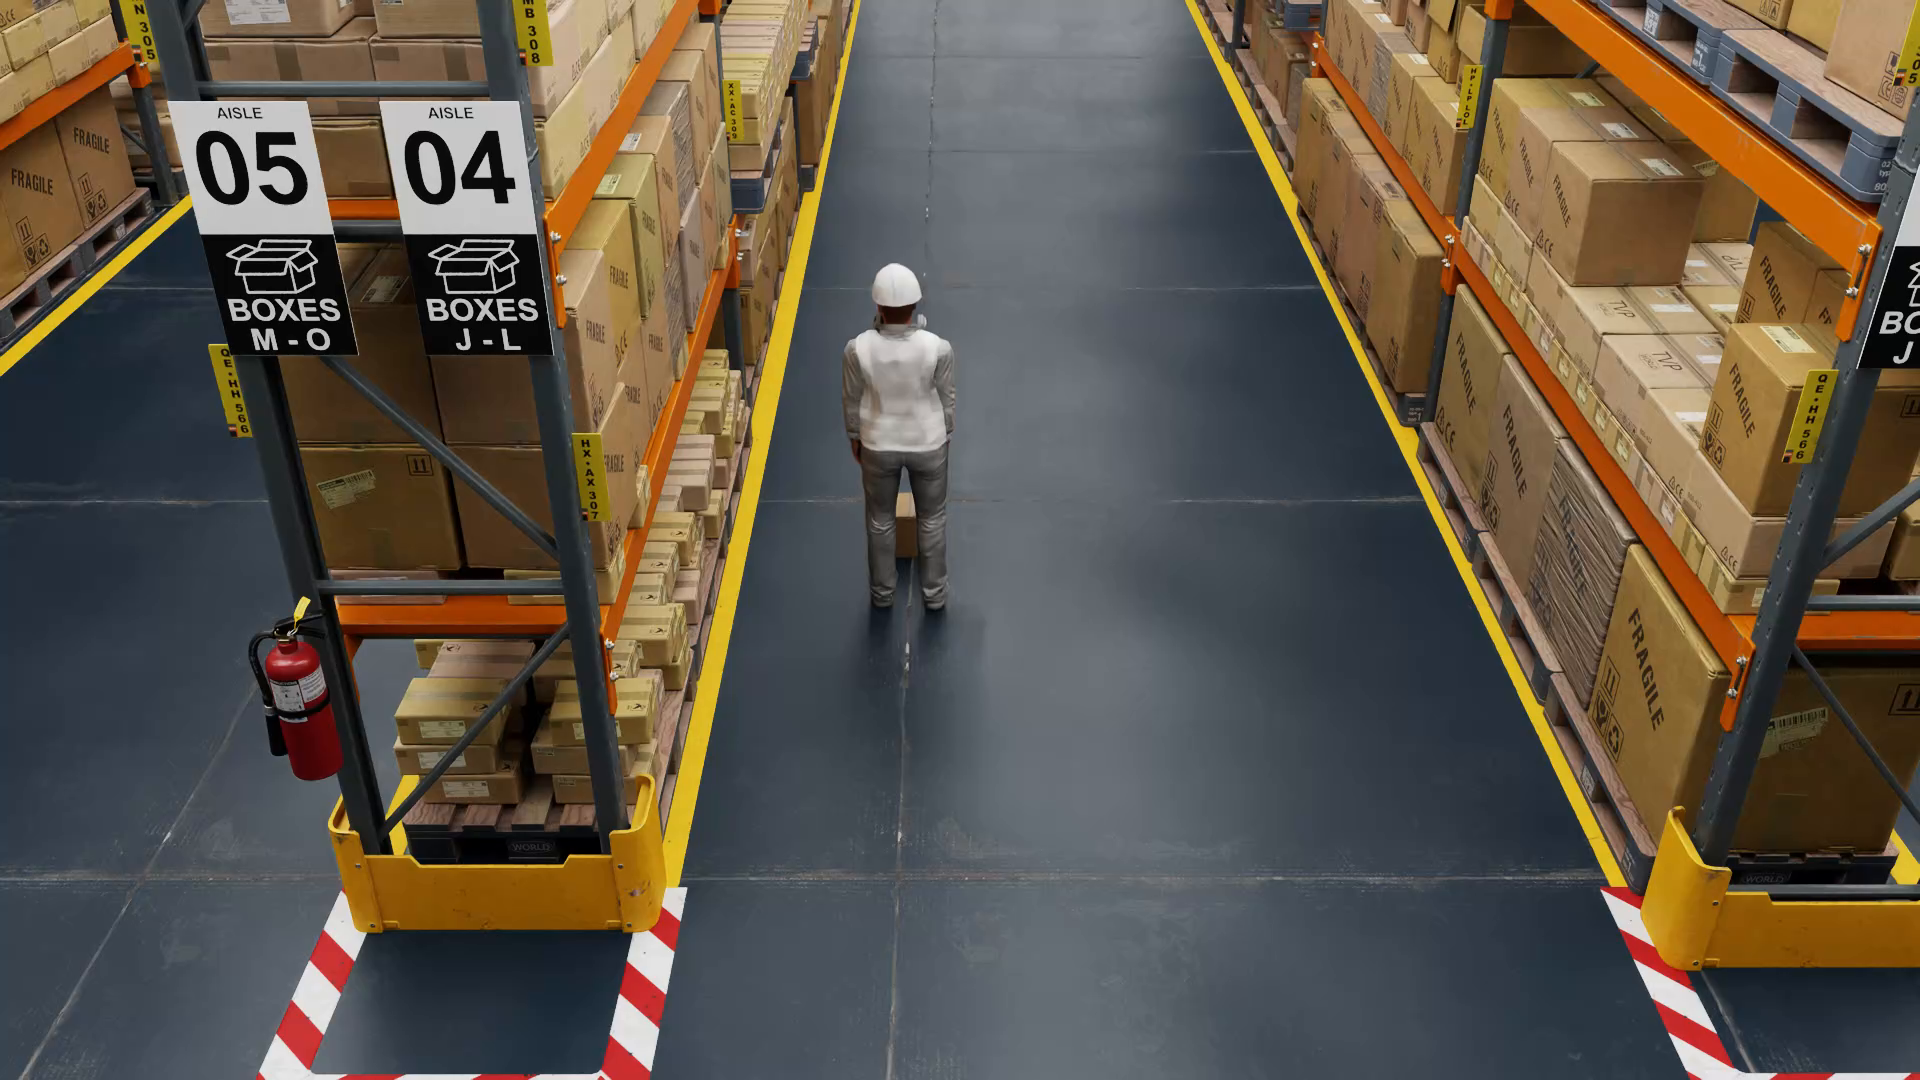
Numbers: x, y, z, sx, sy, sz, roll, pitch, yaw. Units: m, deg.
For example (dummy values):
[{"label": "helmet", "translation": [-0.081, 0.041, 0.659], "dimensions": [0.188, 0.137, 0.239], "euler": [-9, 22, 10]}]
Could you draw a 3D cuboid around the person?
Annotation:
[{"label": "person", "translation": [-0.286, -0.471, 7.901], "dimensions": [0.533, 1.775, 0.359], "euler": [0, 31, 1]}]
